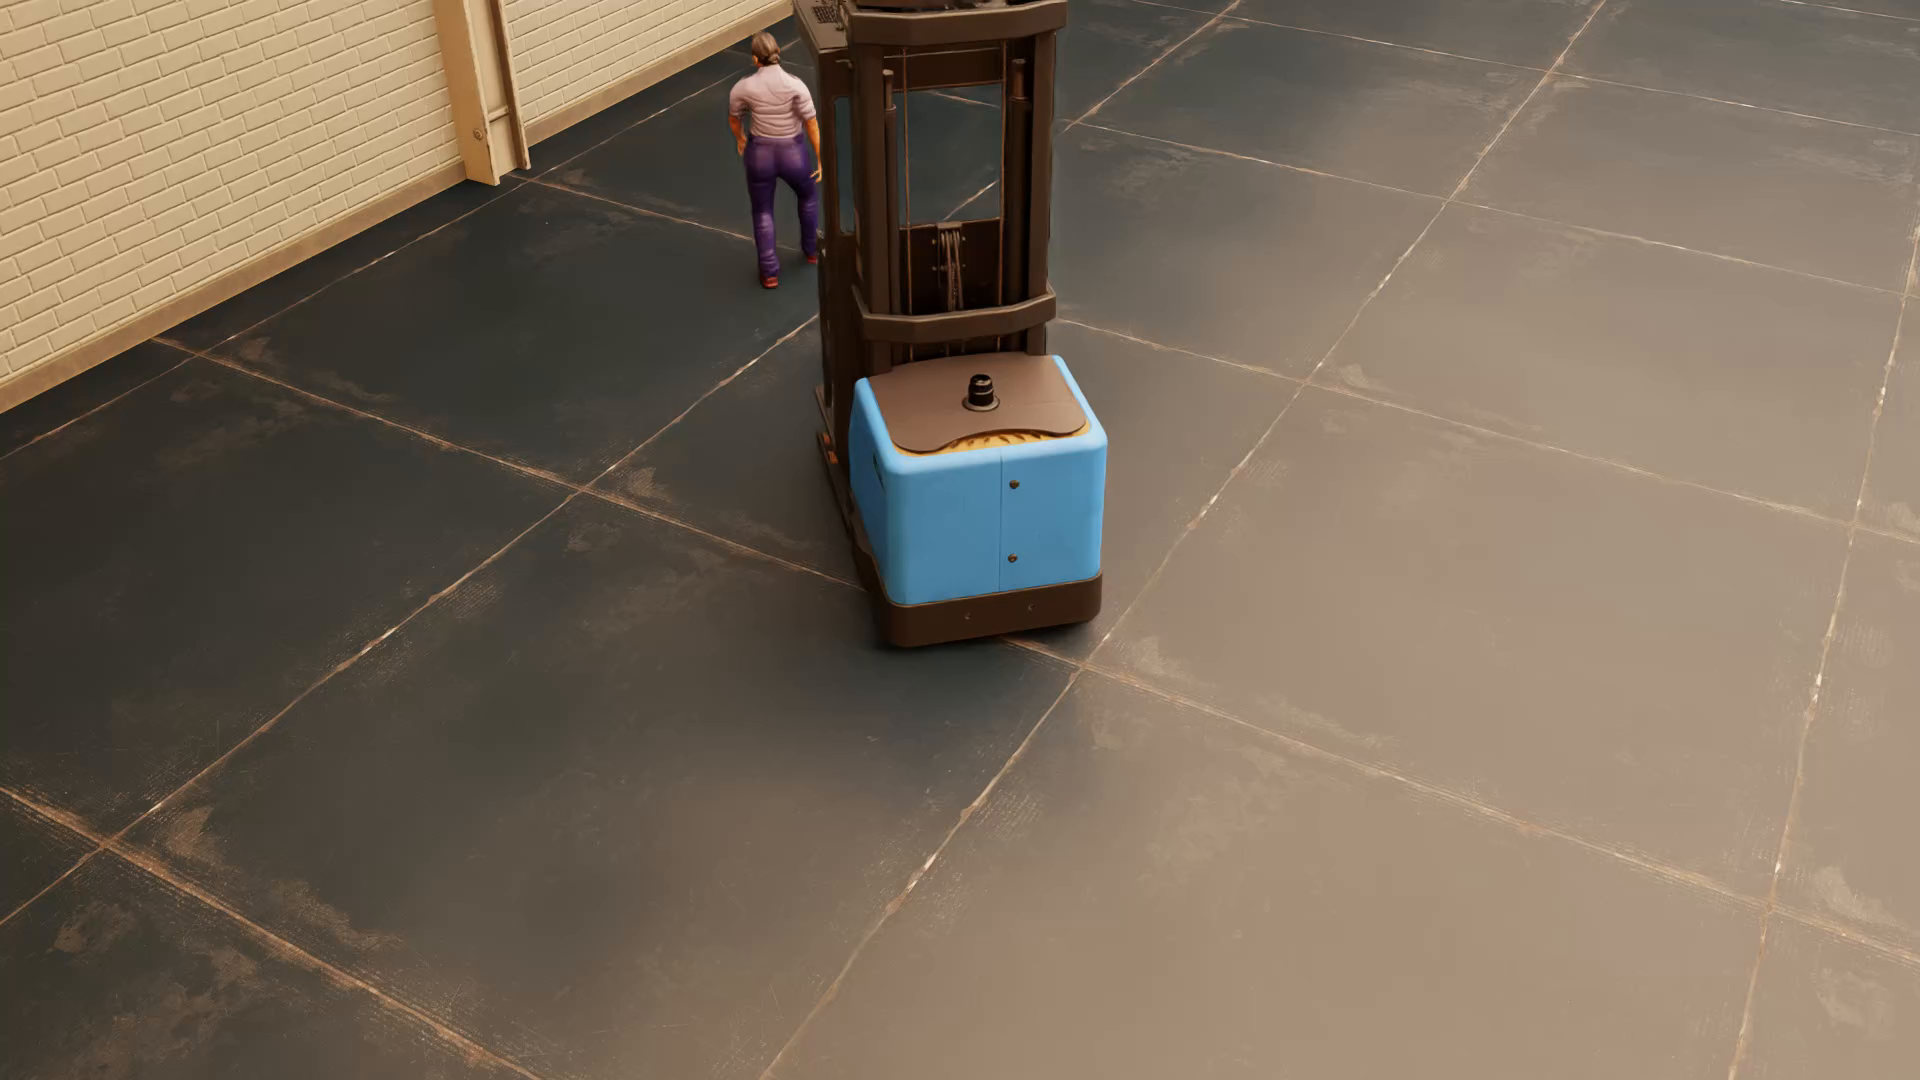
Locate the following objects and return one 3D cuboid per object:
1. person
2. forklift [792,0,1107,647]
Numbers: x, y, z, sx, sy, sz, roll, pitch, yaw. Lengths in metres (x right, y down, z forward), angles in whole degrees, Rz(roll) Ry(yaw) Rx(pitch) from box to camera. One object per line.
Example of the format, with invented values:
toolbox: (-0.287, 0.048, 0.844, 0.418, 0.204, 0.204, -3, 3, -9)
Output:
person: (-1.159, -2.479, 10.655, 0.601, 1.615, 0.662, -2, 36, -2)
forklift: (-0.167, -1.549, 8.221, 1.130, 2.935, 3.031, -8, 36, -11)
